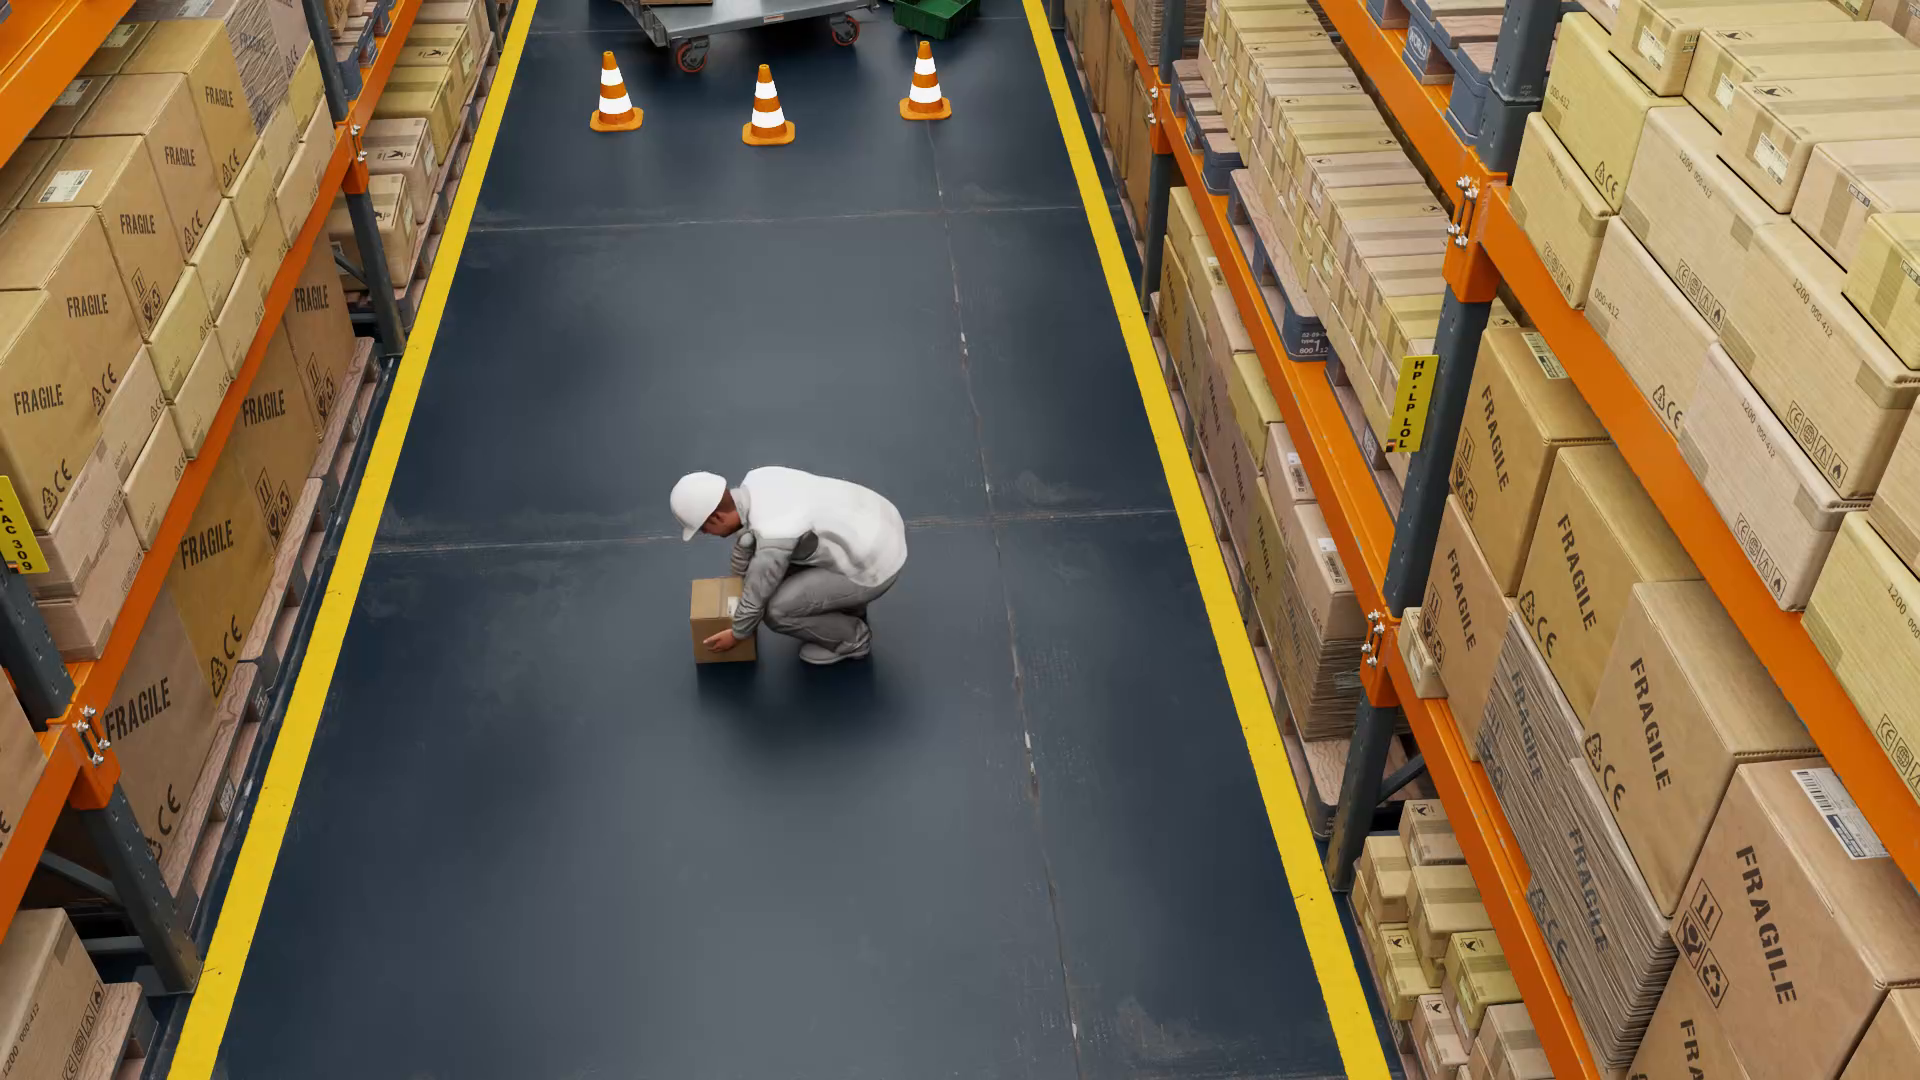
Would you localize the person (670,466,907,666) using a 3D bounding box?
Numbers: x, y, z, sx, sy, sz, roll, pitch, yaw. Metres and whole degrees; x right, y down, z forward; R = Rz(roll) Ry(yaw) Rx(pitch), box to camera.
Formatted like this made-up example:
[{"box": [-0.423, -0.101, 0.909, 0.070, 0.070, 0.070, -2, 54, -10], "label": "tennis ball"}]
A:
[{"box": [-0.674, 0.064, 6.743, 0.913, 0.916, 0.540, -3, 39, -4], "label": "person"}]
